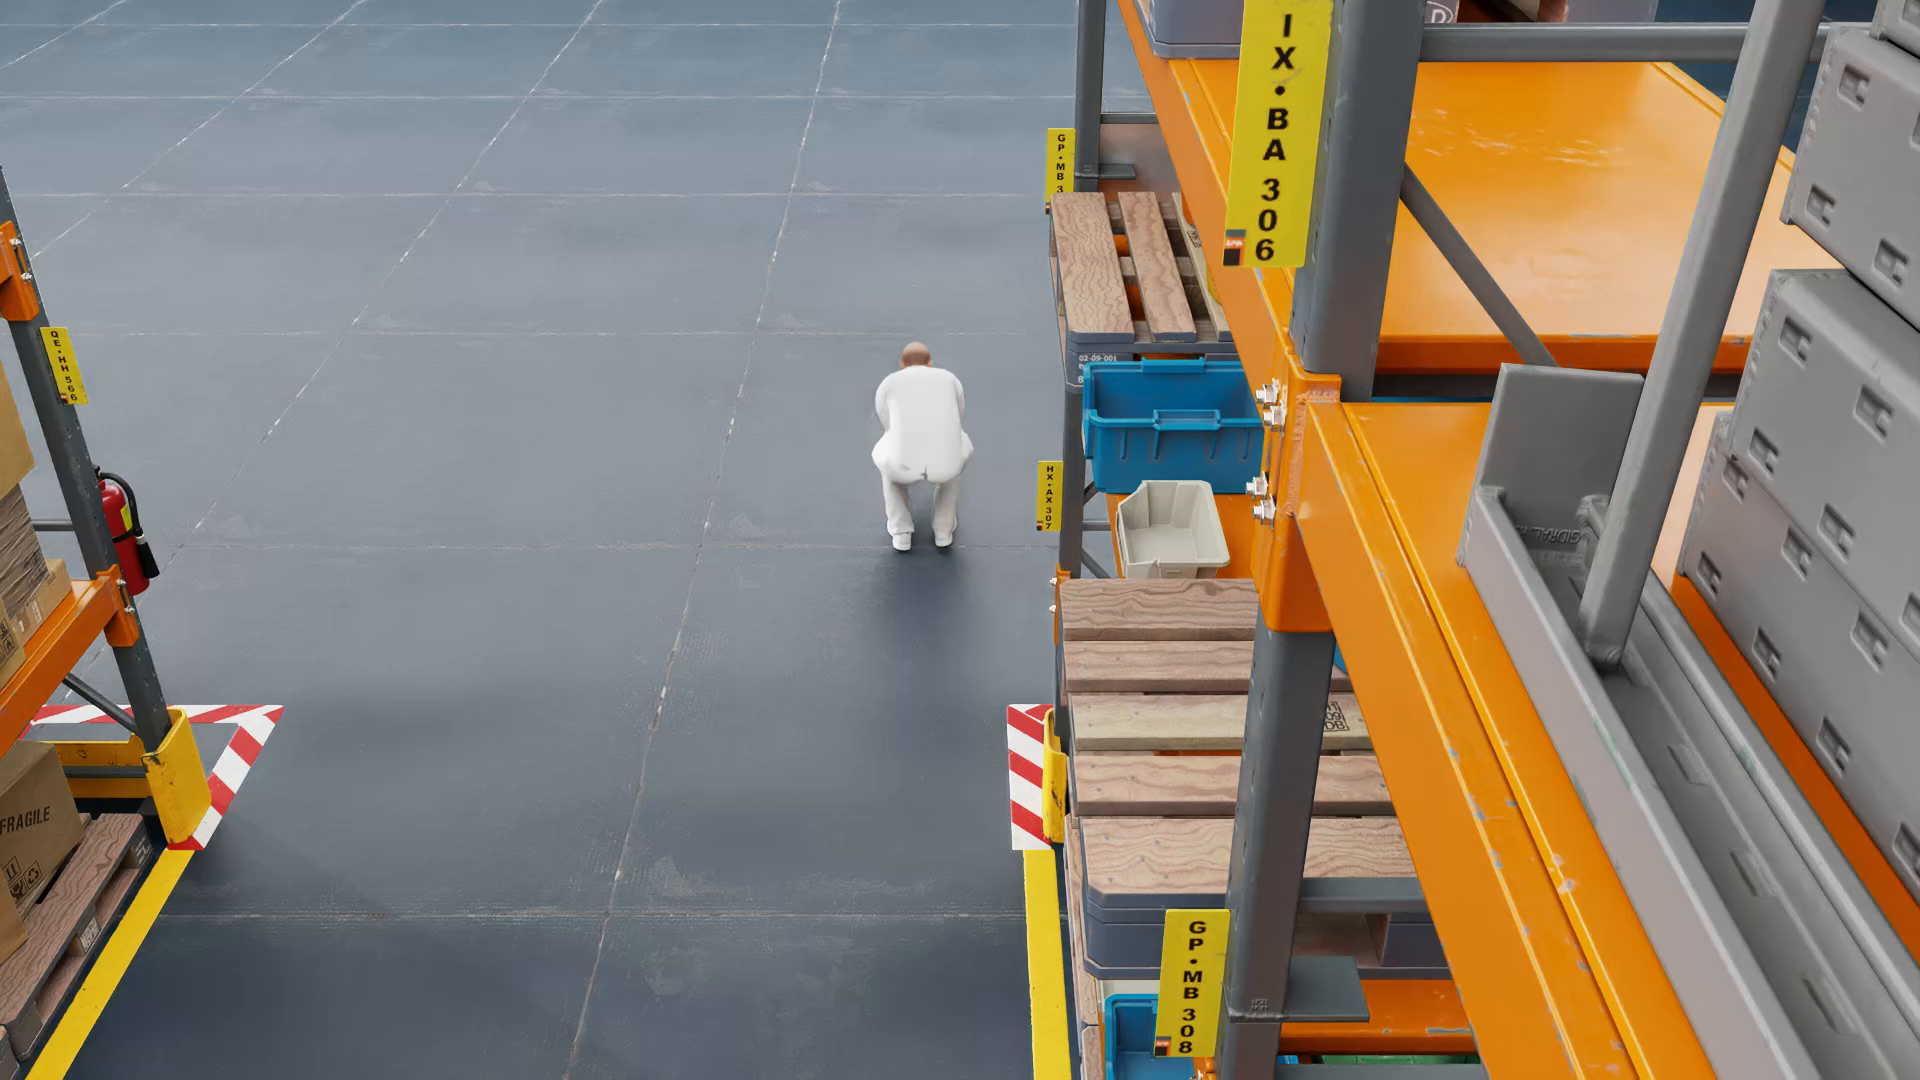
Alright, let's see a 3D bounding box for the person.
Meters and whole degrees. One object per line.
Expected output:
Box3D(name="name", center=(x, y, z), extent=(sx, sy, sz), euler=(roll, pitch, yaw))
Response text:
Box3D(name="person", center=(-0.215, -0.526, 9.579), extent=(0.585, 1.003, 0.939), euler=(-1, 31, -2))
